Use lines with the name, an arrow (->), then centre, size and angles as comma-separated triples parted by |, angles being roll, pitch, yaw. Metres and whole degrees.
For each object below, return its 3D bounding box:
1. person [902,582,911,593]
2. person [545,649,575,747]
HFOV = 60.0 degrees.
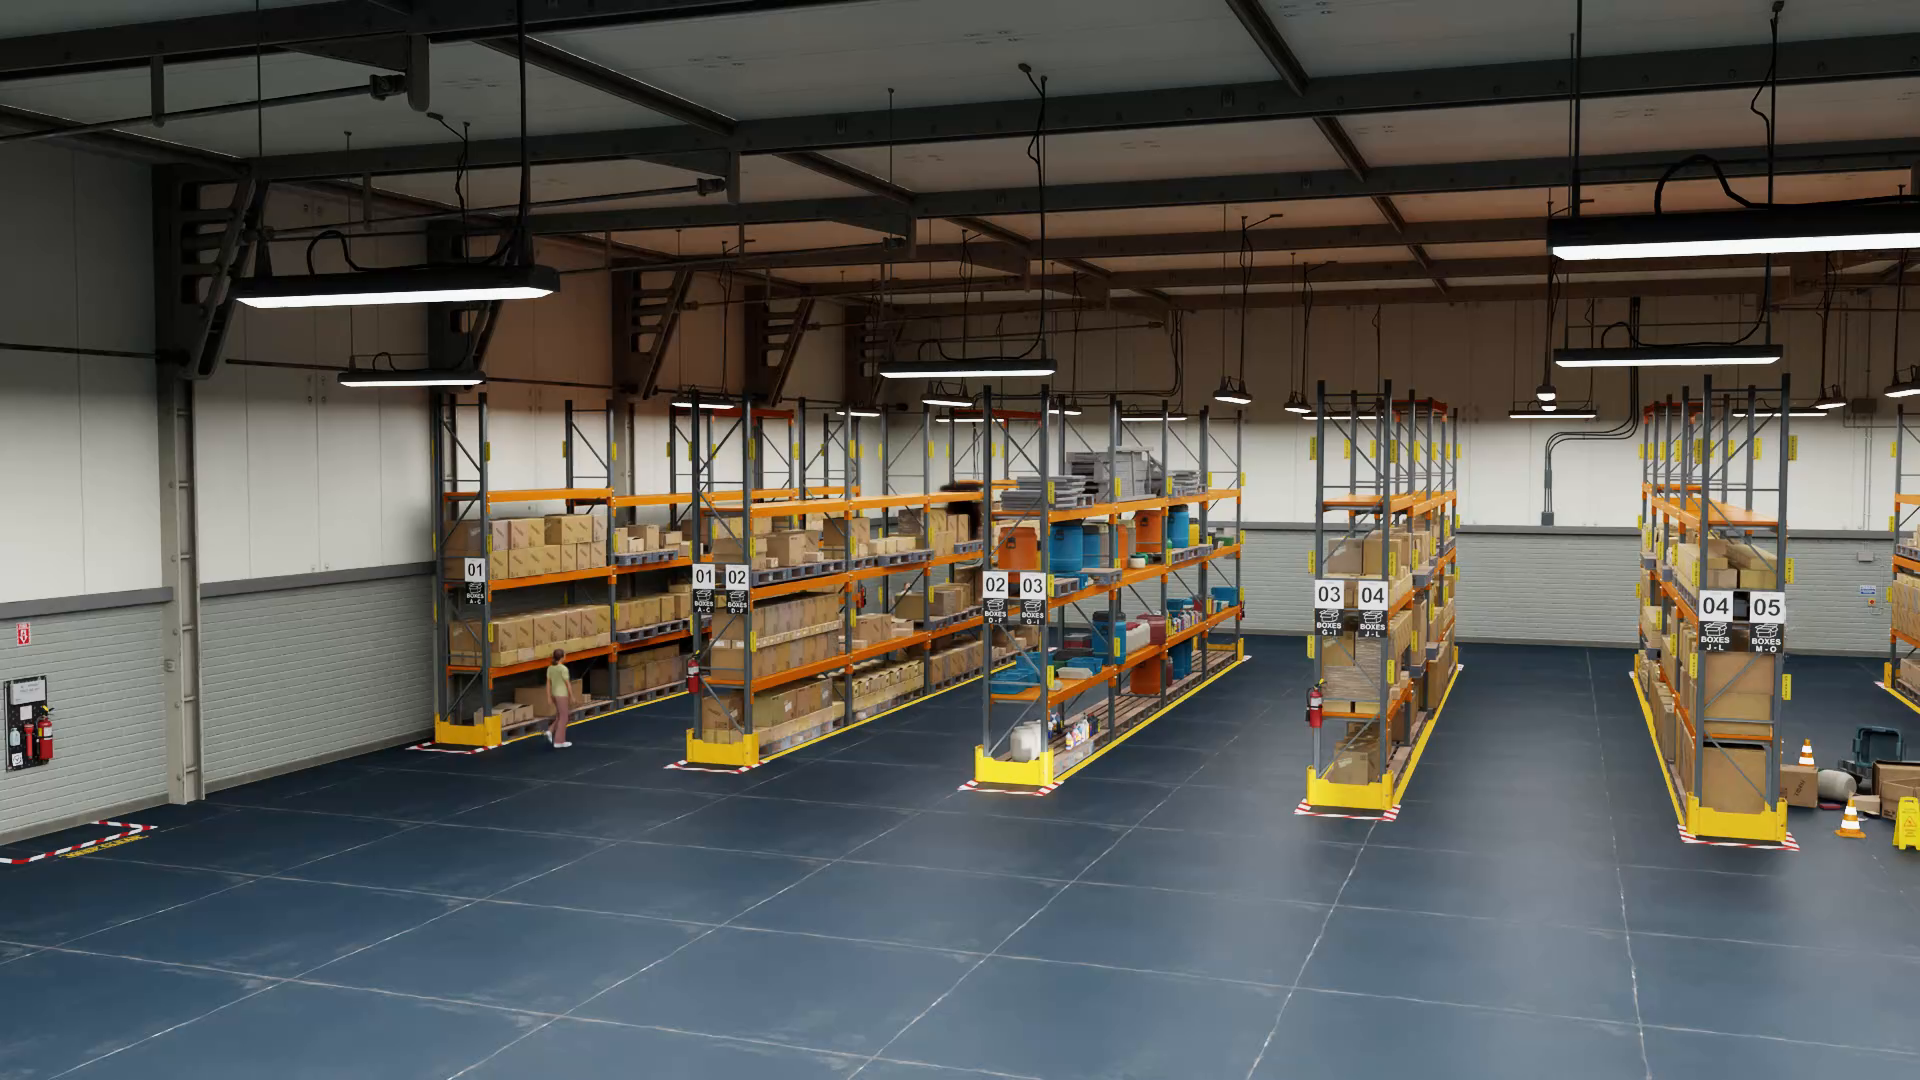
person -> -1.346, 1.875, 43.699 | 1.195, 1.549, 0.672 | 2, 4, 38
person -> -6.730, 2.657, 28.034 | 0.469, 1.662, 0.462 | -2, 4, -35
